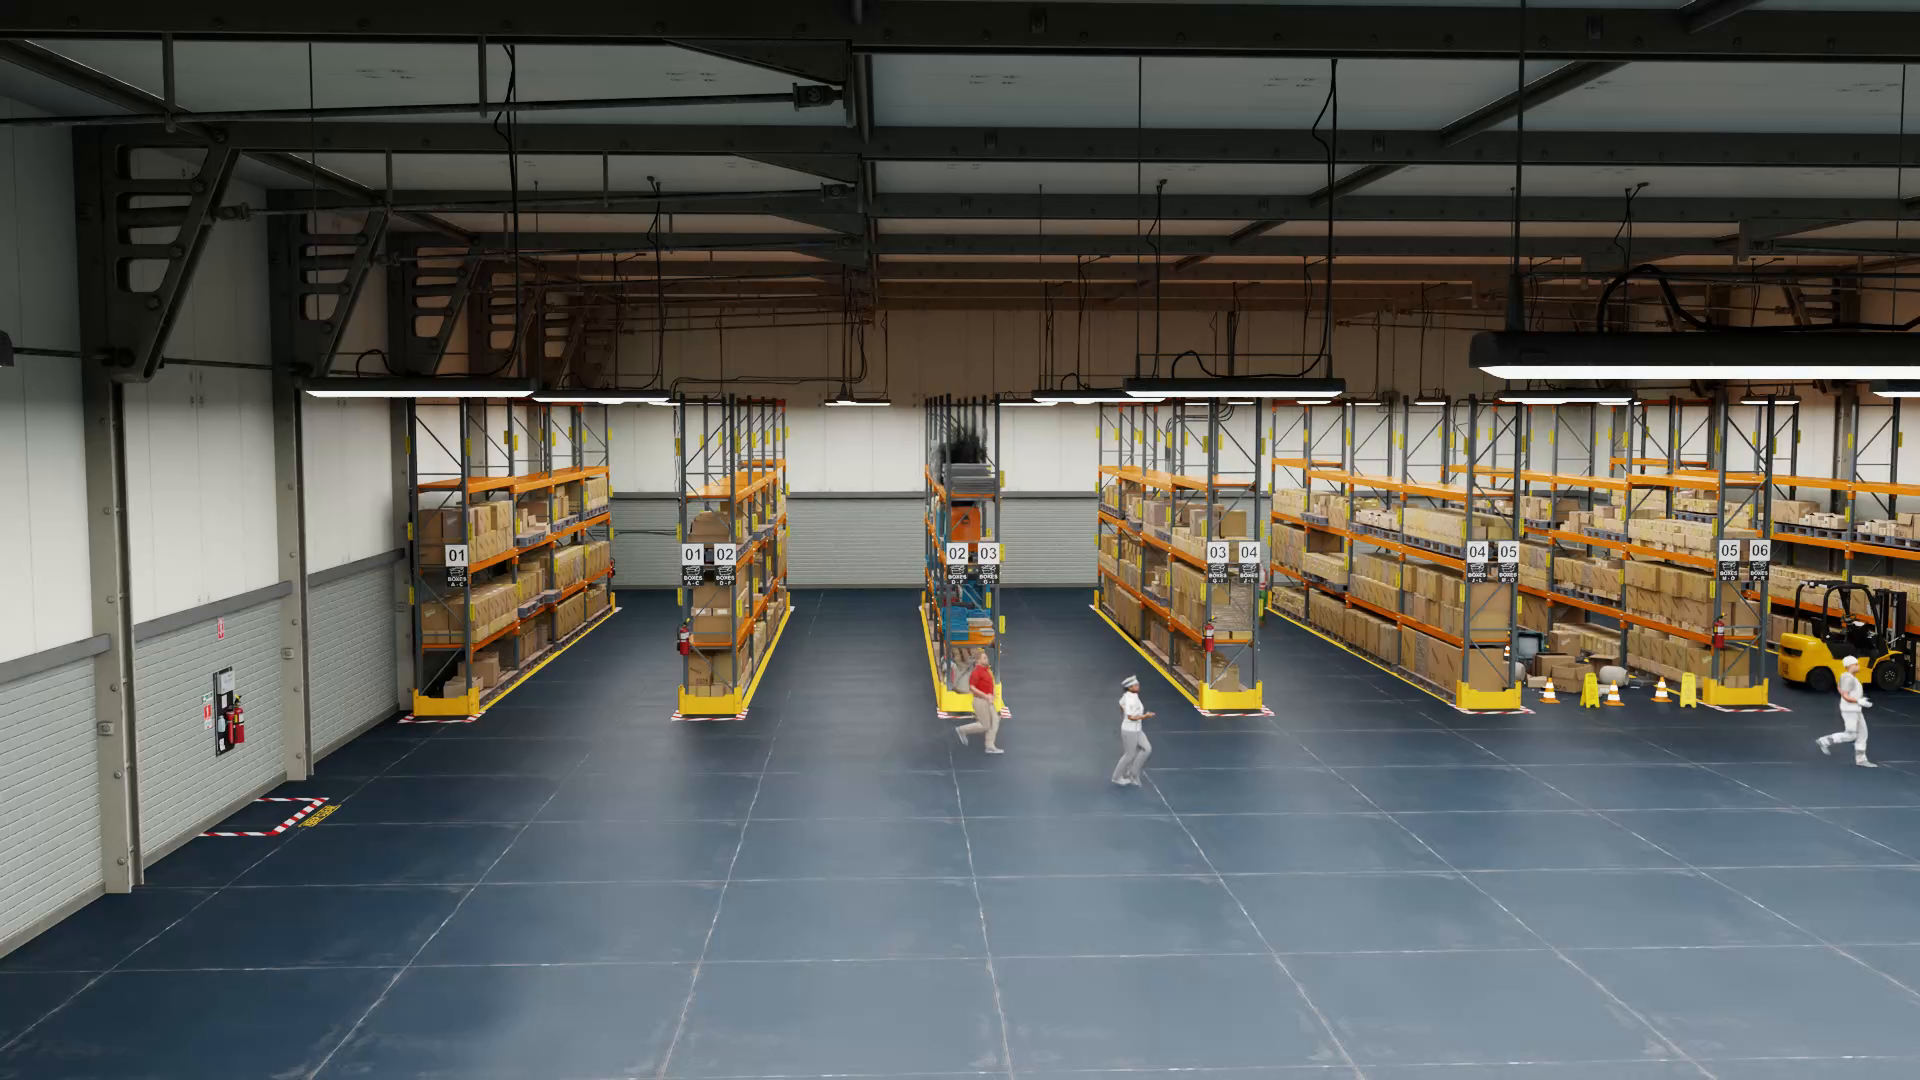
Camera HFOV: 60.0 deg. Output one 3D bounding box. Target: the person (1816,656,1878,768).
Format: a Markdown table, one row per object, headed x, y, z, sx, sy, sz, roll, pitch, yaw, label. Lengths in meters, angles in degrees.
| x | y | z | sx | sy | sz | roll | pitch | yaw | label |
| --- | --- | --- | --- | --- | --- | --- | --- | --- | --- |
| 14.229 | 2.736 | 26.624 | 0.888 | 1.769 | 0.655 | 3 | 5 | 33 | person |

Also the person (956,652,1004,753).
| x | y | z | sx | sy | sz | roll | pitch | yaw | label |
| --- | --- | --- | --- | --- | --- | --- | --- | --- | --- |
| 0.355 | 2.703 | 27.623 | 0.798 | 1.678 | 0.663 | 2 | 5 | 19 | person |

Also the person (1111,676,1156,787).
| x | y | z | sx | sy | sz | roll | pitch | yaw | label |
| --- | --- | --- | --- | --- | --- | --- | --- | --- | --- |
| 2.631 | 2.901 | 25.140 | 0.667 | 1.728 | 0.532 | 1 | 5 | 15 | person |

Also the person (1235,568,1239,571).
| x | y | z | sx | sy | sz | roll | pitch | yaw | label |
| --- | --- | --- | --- | --- | --- | --- | --- | --- | --- |
| 7.679 | 1.341 | 45.436 | 0.602 | 1.601 | 0.514 | 0 | 5 | -1 | person |

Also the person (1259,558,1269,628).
| x | y | z | sx | sy | sz | roll | pitch | yaw | label |
| --- | --- | --- | --- | --- | --- | --- | --- | --- | --- |
| 7.847 | 1.352 | 43.733 | 0.639 | 1.819 | 0.828 | 0 | 5 | -4 | person |
